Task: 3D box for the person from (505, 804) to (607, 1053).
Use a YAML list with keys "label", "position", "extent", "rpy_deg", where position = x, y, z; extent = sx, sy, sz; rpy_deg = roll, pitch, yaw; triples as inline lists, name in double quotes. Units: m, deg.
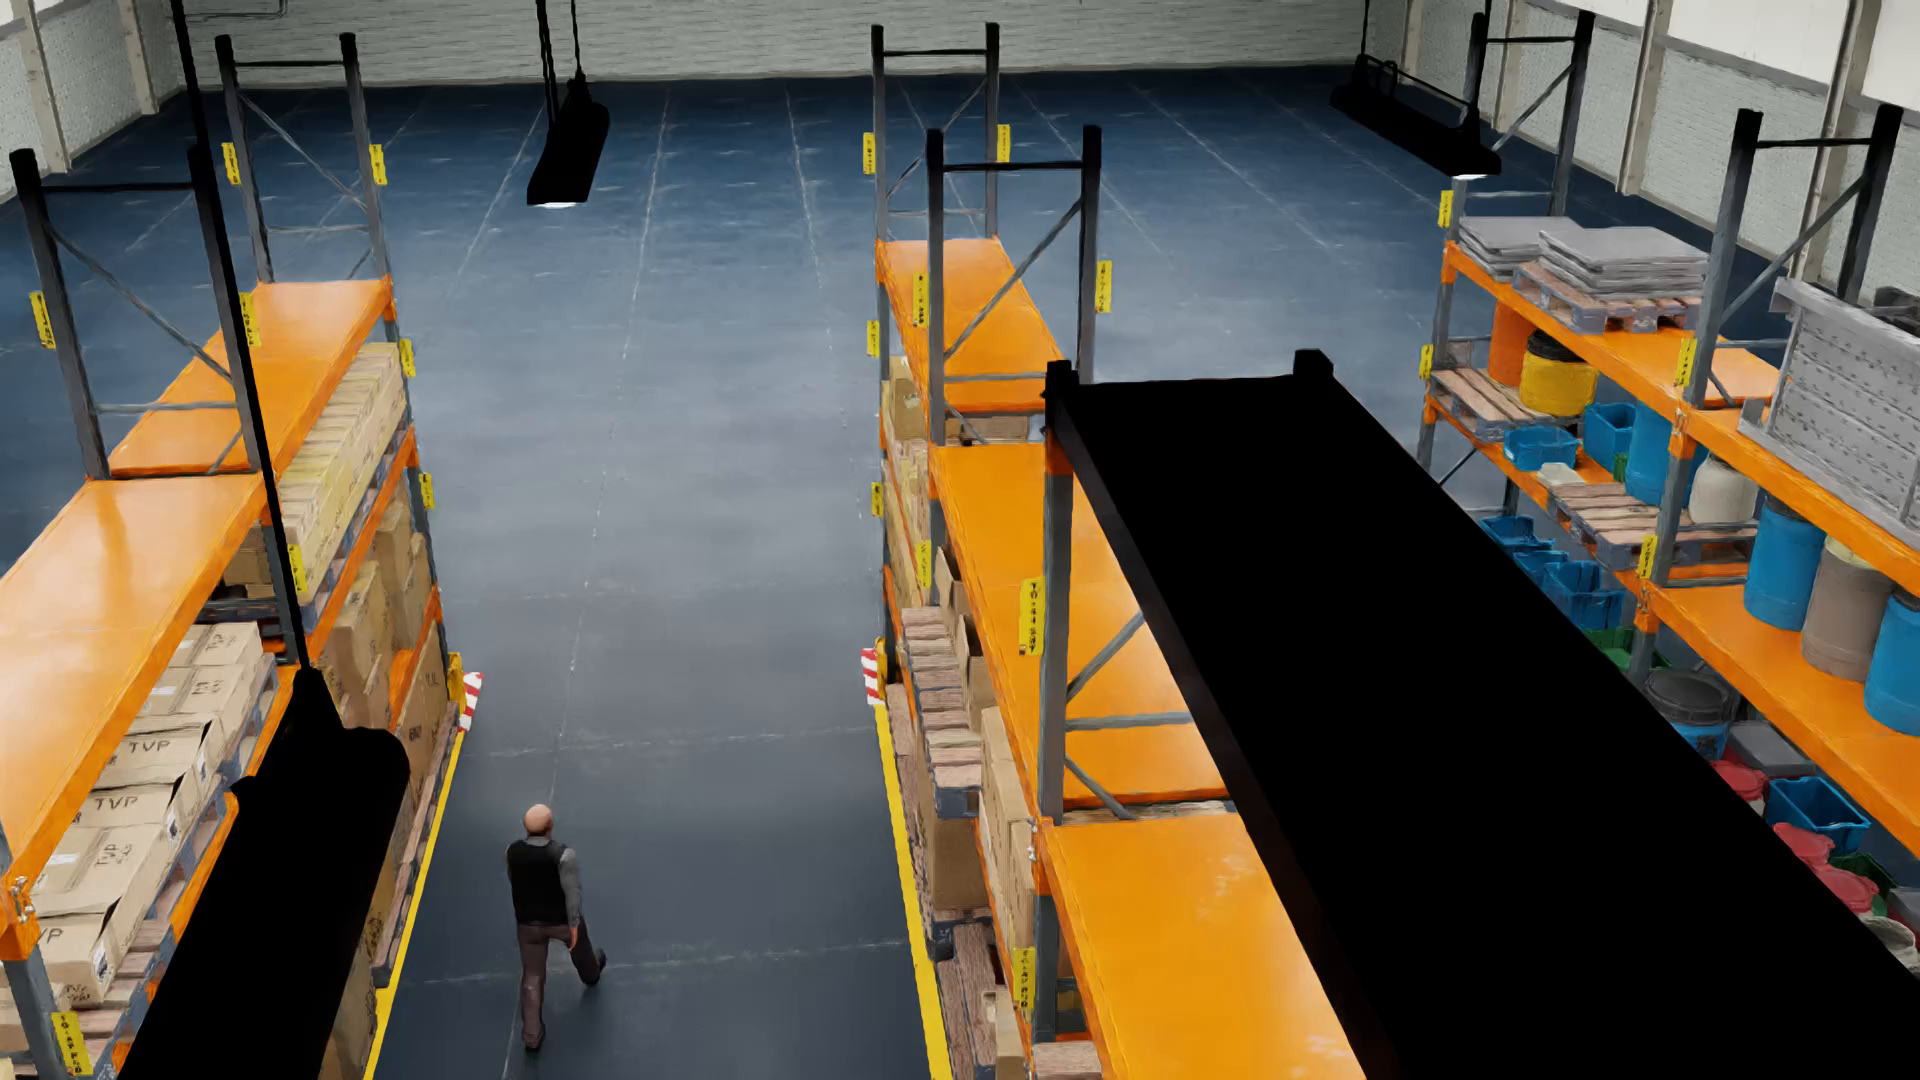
- label: "person"
  position: [-2.791, 2.518, 11.276]
  extent: [0.538, 1.664, 1.032]
  rpy_deg: [1, 26, 2]
